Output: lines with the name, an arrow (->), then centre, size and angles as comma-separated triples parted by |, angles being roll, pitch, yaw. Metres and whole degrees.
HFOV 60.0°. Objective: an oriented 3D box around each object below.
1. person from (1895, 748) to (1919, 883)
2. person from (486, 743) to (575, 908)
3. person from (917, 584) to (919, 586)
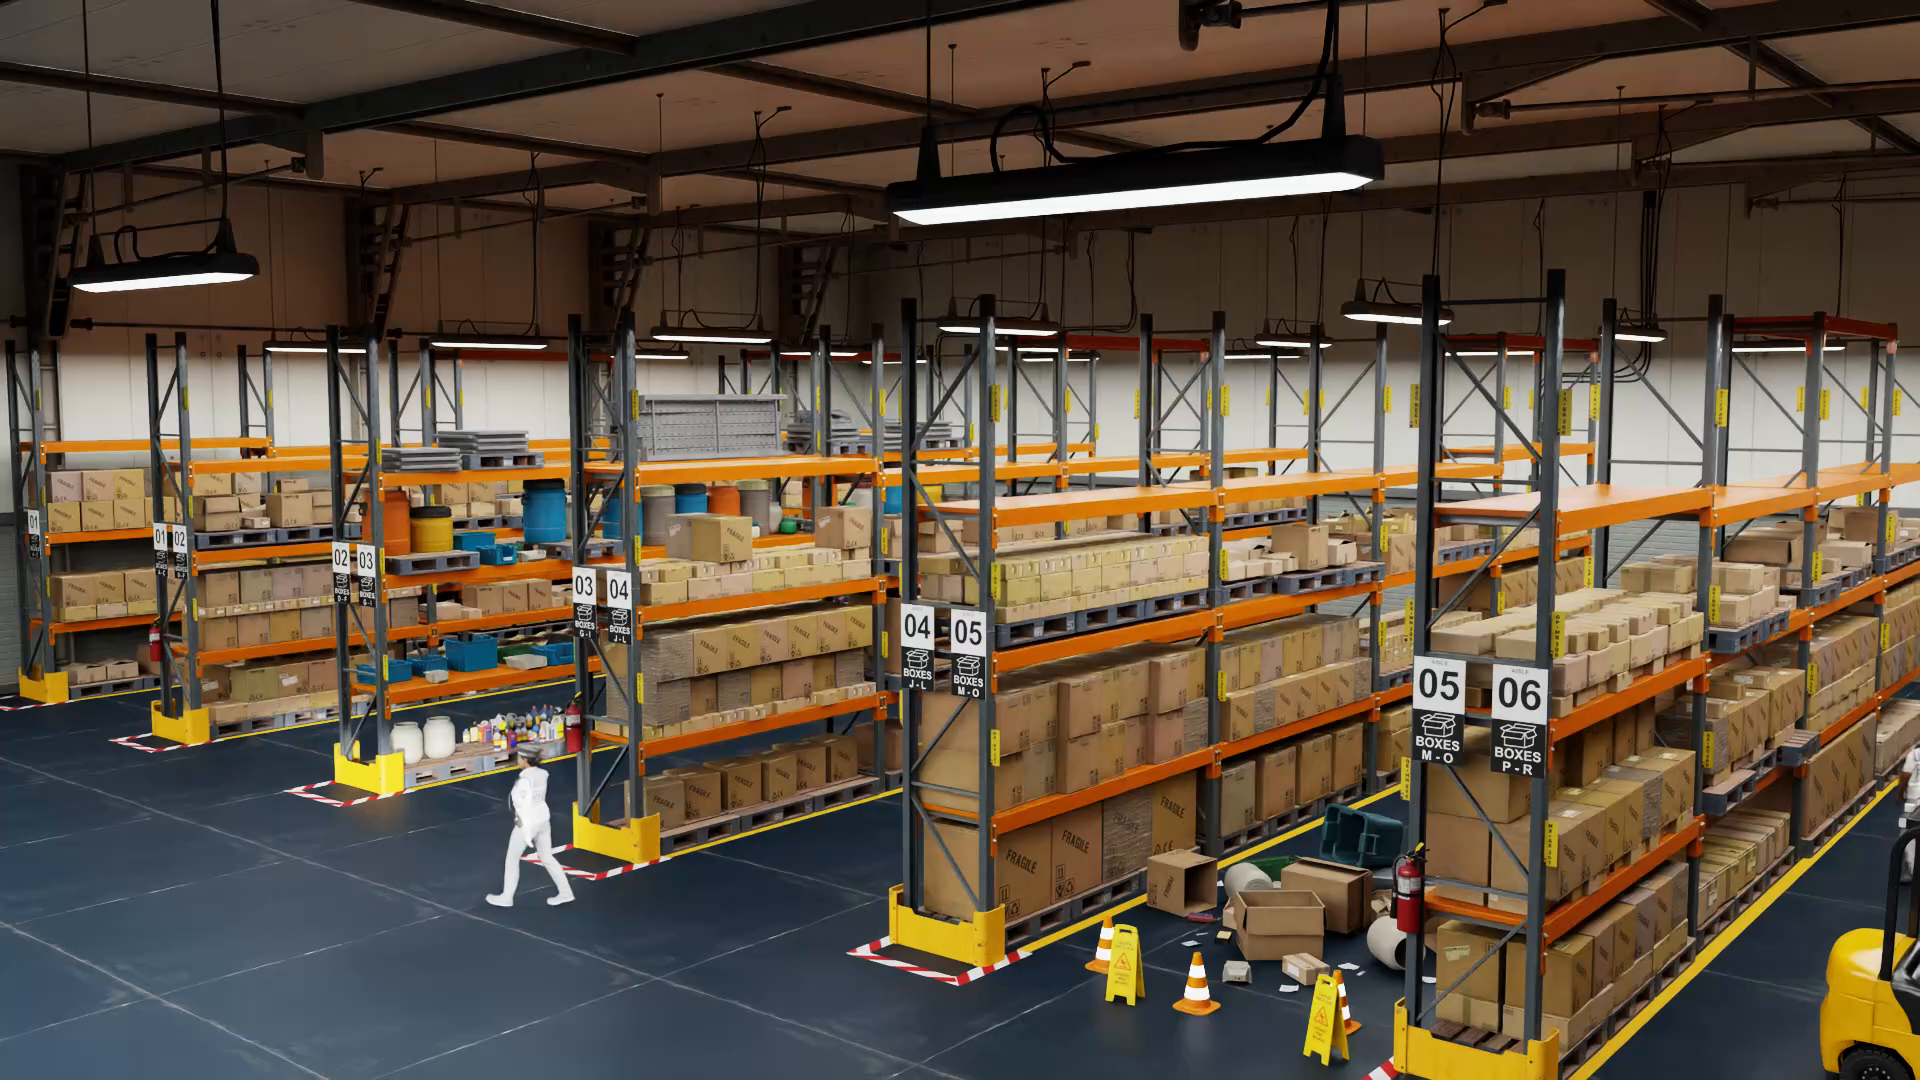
person -> 10.176, 2.789, 17.482 | 0.542, 1.637, 0.666 | 2, 5, 18
person -> -4.300, 2.852, 16.648 | 0.840, 1.645, 0.477 | 2, 6, 23
person -> -1.131, 0.525, 41.922 | 0.546, 1.701, 0.685 | -1, 5, -10
